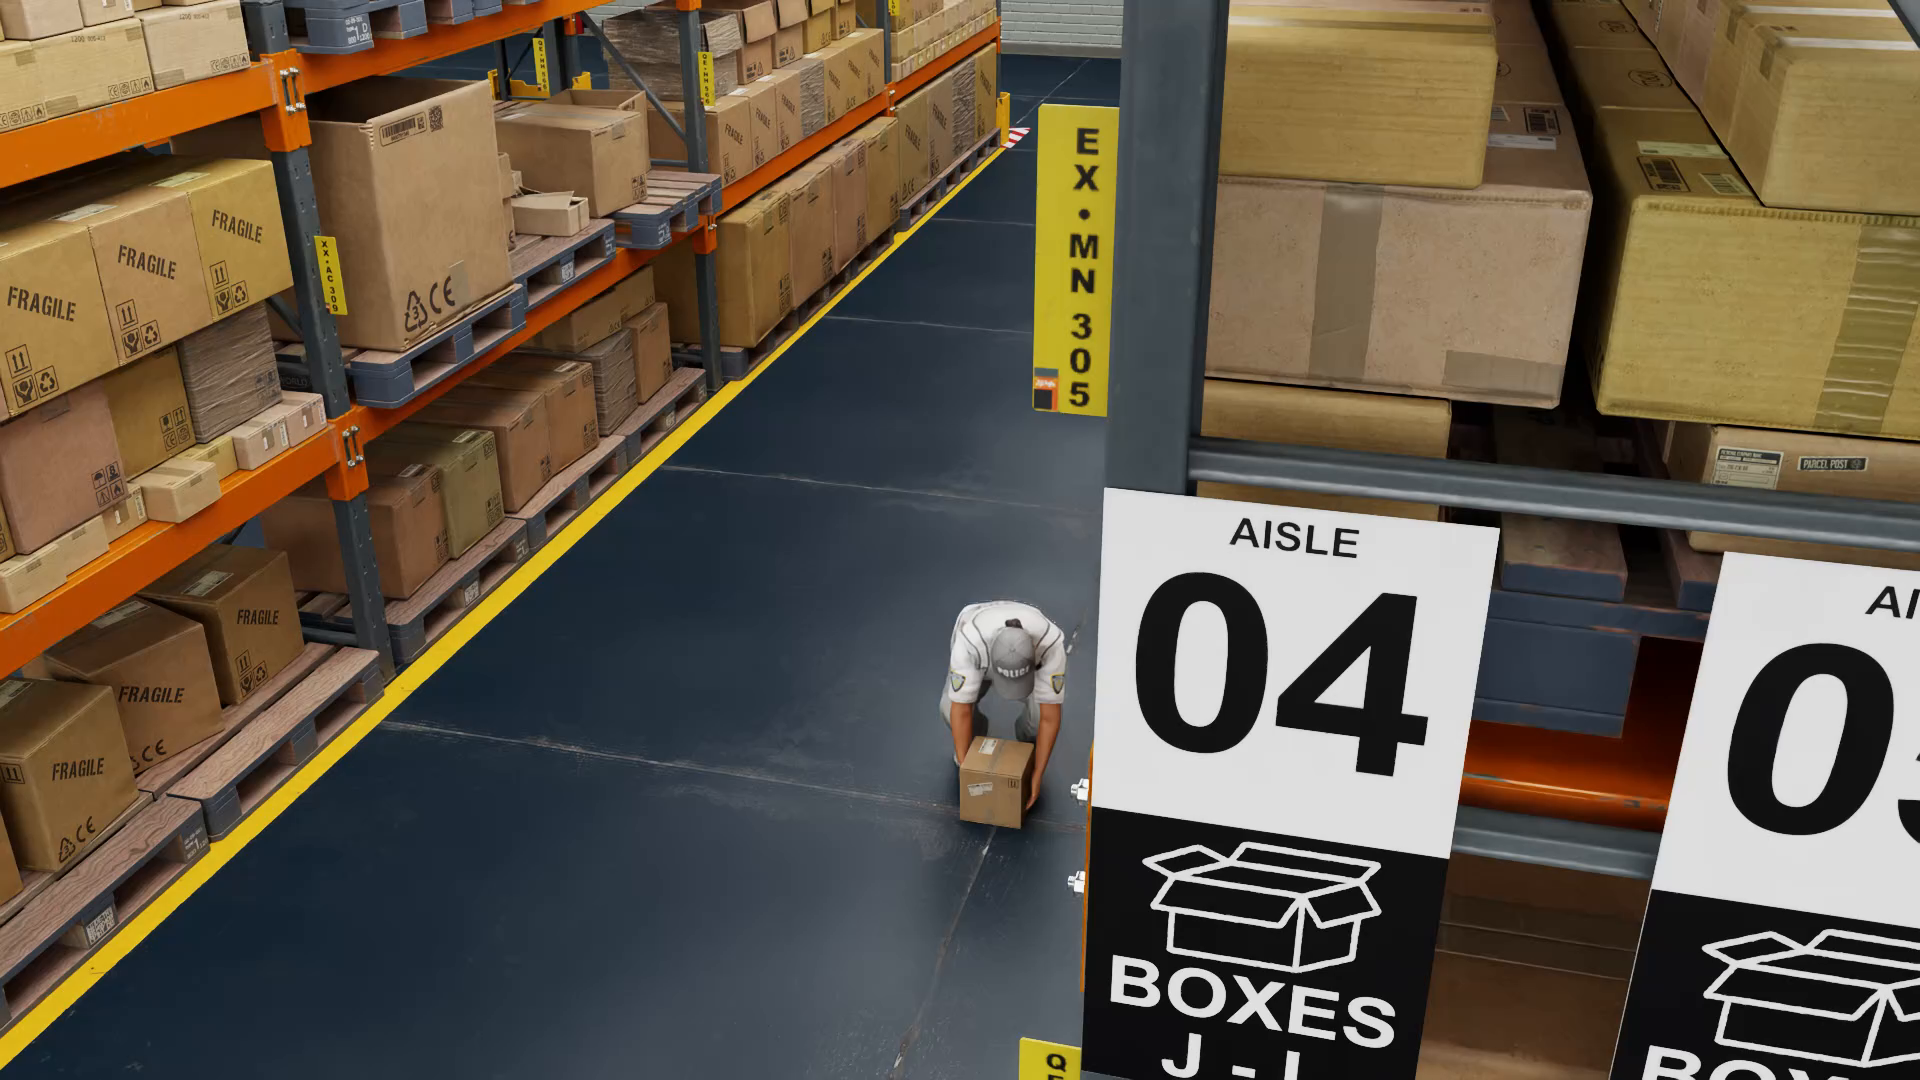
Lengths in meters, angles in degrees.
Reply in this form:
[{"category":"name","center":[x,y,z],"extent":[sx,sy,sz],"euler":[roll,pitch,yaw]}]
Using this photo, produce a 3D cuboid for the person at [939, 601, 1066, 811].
[{"category":"person","center":[0.178,0.580,6.874],"extent":[0.512,0.829,0.865],"euler":[2,26,4]}]
